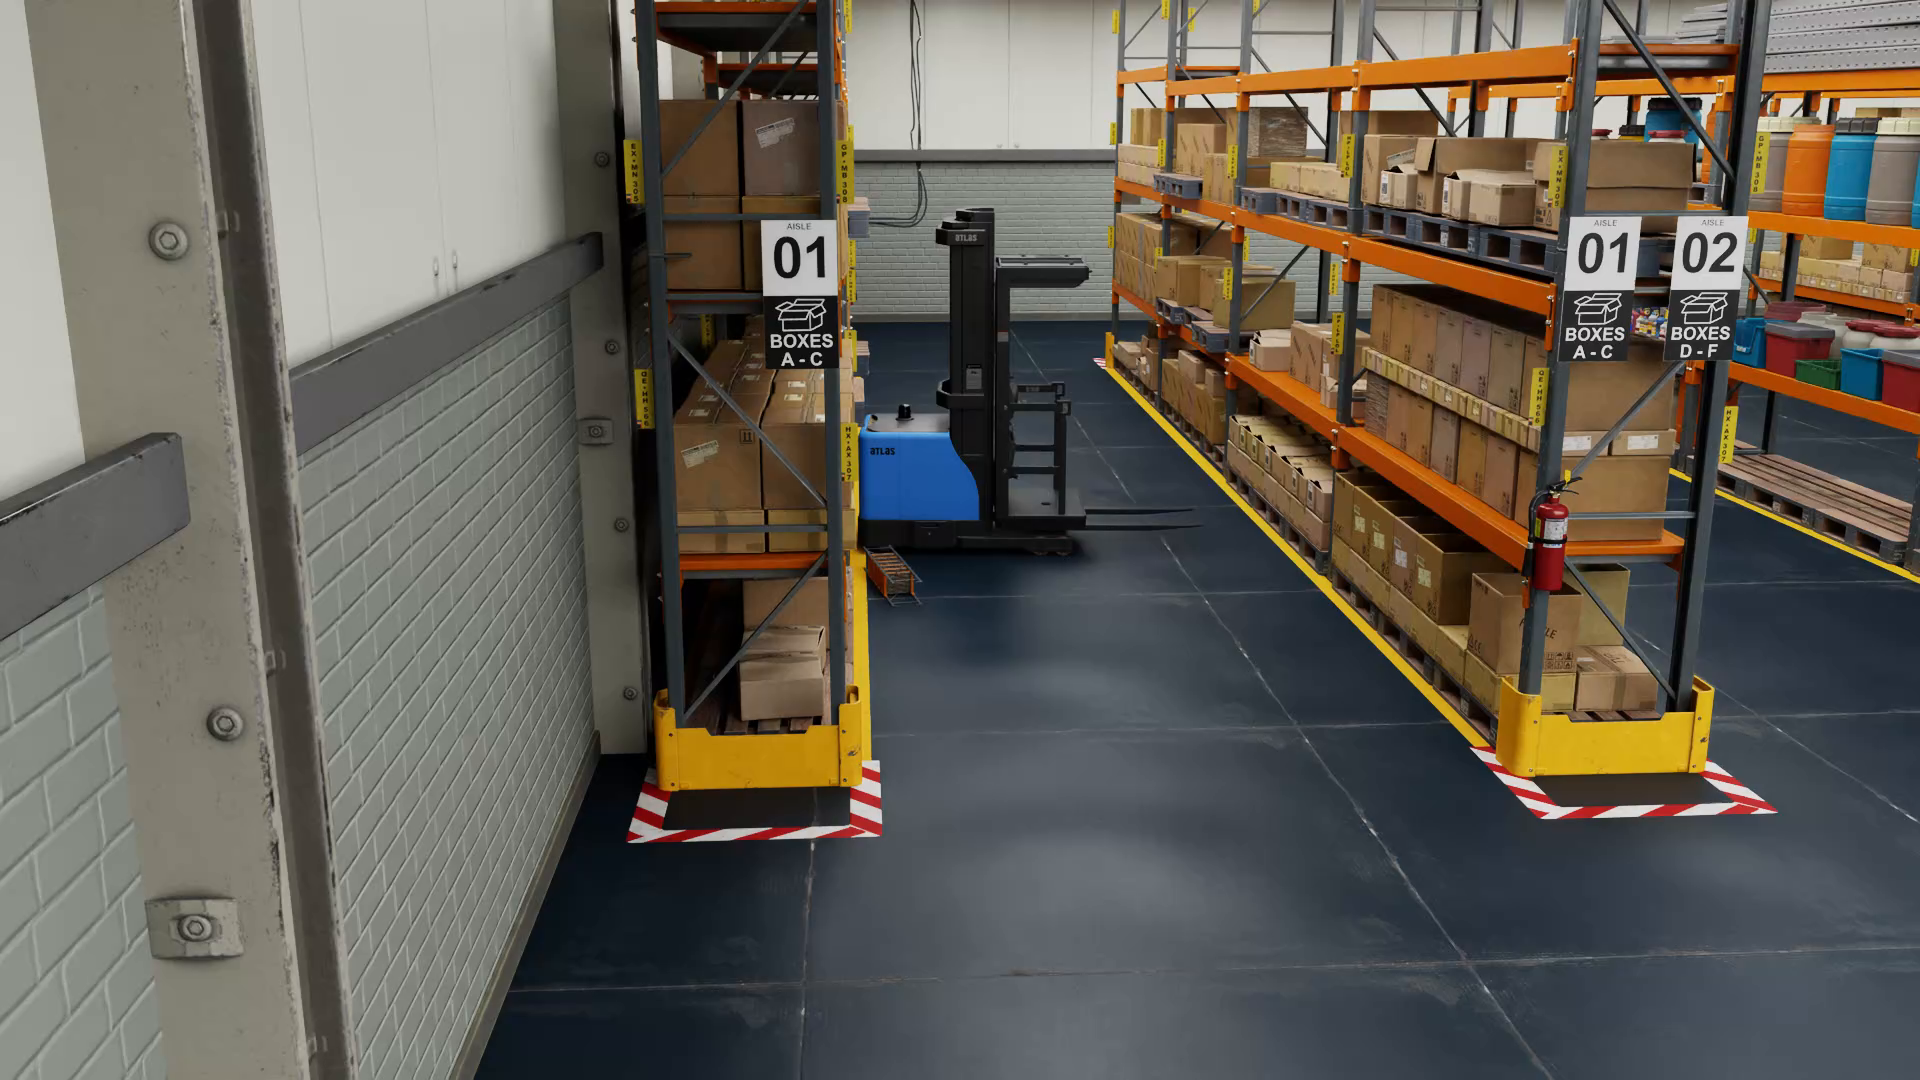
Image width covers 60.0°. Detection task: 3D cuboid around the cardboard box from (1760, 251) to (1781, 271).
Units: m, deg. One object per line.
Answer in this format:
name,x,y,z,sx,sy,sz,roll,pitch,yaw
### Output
cardboard box,12.449,-4.211,25.077,0.500,0.250,0.500,-1,14,-5

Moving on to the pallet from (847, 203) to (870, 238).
pallet,-1.331,-2.566,13.338,1.213,0.211,1.003,-1,14,-3

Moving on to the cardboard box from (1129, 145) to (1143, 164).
cardboard box,2.634,-5.353,23.089,0.500,0.250,0.500,-1,14,-3

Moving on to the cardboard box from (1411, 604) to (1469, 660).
cardboard box,3.388,0.619,11.276,0.500,0.250,0.500,-1,14,-3

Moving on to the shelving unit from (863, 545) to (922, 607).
shelving unit,-0.560,0.281,13.542,0.258,0.189,1.200,-4,15,-14

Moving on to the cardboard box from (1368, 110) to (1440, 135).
cardboard box,3.546,-3.227,13.484,0.500,0.500,0.500,-1,14,-3

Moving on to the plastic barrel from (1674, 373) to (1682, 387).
plastic barrel,8.123,-1.635,19.358,0.600,0.588,0.708,-1,14,-3

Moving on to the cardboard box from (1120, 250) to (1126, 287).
cardboard box,2.603,-3.917,24.030,0.500,0.500,0.500,-1,14,-4

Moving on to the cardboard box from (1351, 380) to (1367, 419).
cardboard box,3.470,-1.176,13.878,0.500,0.250,0.500,0,14,0

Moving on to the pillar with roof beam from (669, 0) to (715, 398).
pillar with roof beam,1.867,-4.679,15.154,9.100,9.000,0.400,-1,14,-3

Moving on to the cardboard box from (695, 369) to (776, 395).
cardboard box,-1.482,-0.848,11.058,0.500,0.500,0.500,-1,14,-3

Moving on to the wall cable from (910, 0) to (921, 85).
wall cable,0.563,-9.335,29.345,3.097,2.526,0.112,-1,14,-3

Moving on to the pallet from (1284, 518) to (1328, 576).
pallet,3.460,0.041,14.443,1.003,0.211,1.213,-1,14,-3

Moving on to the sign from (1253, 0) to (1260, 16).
sign,3.602,-6.561,20.274,0.100,0.325,0.005,-1,14,-3

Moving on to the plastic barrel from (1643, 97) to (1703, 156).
plastic barrel,8.251,-4.669,19.283,0.600,0.901,0.708,-1,14,-3

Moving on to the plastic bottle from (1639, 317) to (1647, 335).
plastic bottle,7.750,-2.427,18.836,0.097,0.201,0.097,0,14,0

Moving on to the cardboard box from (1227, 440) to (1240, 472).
cardboard box,3.036,-0.859,17.019,0.500,0.250,0.500,-1,14,-4

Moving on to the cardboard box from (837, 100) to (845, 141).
cardboard box,-0.914,-2.275,9.580,0.500,0.500,0.500,-1,14,-4

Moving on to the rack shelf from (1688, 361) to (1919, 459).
rack shelf,8.365,-1.351,15.703,1.077,0.370,4.000,-1,14,-3

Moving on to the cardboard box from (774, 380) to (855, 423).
cardboard box,-0.928,-0.730,10.599,0.500,0.500,0.500,-1,14,-5

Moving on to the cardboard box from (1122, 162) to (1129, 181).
cardboard box,2.597,-5.235,23.634,0.500,0.250,0.500,-1,14,-3

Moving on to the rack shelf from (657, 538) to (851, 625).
rack shelf,-1.276,-0.204,11.242,1.077,0.370,4.000,-1,14,-3

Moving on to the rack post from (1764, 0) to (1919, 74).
rack post,8.281,-4.693,14.806,1.013,1.000,3.121,-1,14,-3

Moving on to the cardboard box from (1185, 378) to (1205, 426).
cardboard box,2.934,-1.612,19.406,0.500,0.500,0.500,-1,14,-6

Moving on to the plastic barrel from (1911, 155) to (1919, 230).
plastic barrel,8.240,-3.021,13.722,0.600,0.901,0.708,-1,14,-3

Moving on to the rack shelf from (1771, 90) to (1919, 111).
rack shelf,12.812,-6.129,23.035,1.077,0.370,4.000,-1,14,-3

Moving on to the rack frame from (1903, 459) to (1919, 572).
rack frame,8.488,-1.202,13.680,1.000,3.000,0.127,-1,14,-3

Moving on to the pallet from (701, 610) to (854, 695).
pallet,-1.244,0.772,11.604,1.003,0.211,1.213,-1,14,-3

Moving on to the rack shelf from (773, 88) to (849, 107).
rack shelf,-2.019,-5.900,22.143,1.077,0.370,4.000,-1,14,-3

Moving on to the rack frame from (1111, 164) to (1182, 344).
rack frame,2.801,-4.111,24.985,1.000,3.000,0.127,-1,14,-3

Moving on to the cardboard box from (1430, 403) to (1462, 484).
cardboard box,3.677,-0.682,11.455,0.700,0.500,0.500,0,14,-2

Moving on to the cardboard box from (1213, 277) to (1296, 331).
cardboard box,3.145,-2.528,17.790,0.700,0.500,0.500,-6,16,-22

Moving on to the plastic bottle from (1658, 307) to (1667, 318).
plastic bottle,8.416,-2.731,19.872,0.152,0.276,0.135,-1,14,-3

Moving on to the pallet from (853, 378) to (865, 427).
pallet,-1.302,-1.149,13.857,1.003,0.211,1.213,-1,14,-3

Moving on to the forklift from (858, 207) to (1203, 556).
forklift,0.625,-1.418,14.655,3.031,2.935,1.130,0,14,1

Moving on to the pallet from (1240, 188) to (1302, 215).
pallet,3.428,-3.315,16.252,1.213,0.211,1.003,0,14,-1

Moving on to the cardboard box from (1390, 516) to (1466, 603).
cardboard box,3.356,0.131,11.666,0.500,0.500,0.500,-1,14,-3

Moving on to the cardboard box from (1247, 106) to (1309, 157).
cardboard box,3.276,-4.216,17.164,0.500,0.500,0.500,-1,14,-3

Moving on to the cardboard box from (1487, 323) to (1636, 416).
cardboard box,3.735,-1.069,10.357,0.700,0.500,0.500,-1,14,-5

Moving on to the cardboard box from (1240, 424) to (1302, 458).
cardboard box,3.077,-1.000,16.442,0.500,0.311,0.500,-1,14,-5

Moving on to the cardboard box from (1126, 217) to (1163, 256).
cardboard box,2.631,-4.275,23.415,0.500,0.500,0.500,-1,14,-3

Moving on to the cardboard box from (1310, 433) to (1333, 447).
cardboard box,3.642,-0.884,15.991,0.500,0.311,0.500,-1,14,-4

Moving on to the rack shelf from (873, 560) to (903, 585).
rack shelf,-0.579,0.263,13.613,0.258,0.180,0.103,-4,15,-14

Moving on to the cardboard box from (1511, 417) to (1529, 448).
cardboard box,3.561,-0.652,10.037,0.380,0.149,0.250,-1,14,-2

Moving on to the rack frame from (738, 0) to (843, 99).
rack frame,-1.647,-4.950,16.204,1.000,3.000,0.127,-1,14,-3

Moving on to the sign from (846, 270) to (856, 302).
sign,-1.106,-2.577,16.859,0.100,0.325,0.005,-1,14,-3

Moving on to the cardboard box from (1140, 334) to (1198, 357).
cardboard box,2.927,-2.588,23.191,0.797,0.503,0.637,-1,14,-3

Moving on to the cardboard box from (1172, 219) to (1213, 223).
cardboard box,3.204,-4.155,22.949,0.500,0.500,0.500,0,14,-2

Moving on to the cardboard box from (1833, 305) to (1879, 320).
cardboard box,12.920,-2.832,23.435,0.875,0.875,0.875,-1,14,-3

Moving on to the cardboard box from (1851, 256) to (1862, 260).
cardboard box,13.046,-3.965,24.123,0.500,0.250,0.500,-1,14,-5

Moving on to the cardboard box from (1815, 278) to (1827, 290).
cardboard box,12.478,-3.666,23.758,0.380,0.149,0.250,-1,14,-5

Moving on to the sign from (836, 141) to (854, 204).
sign,-0.610,-1.939,8.769,0.100,0.325,0.005,-1,14,-3

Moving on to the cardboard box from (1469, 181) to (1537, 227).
cardboard box,3.458,-2.066,10.192,0.500,0.250,0.500,-1,14,-3

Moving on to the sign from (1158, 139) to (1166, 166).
sign,2.508,-4.809,20.641,0.100,0.325,0.005,-1,14,-3

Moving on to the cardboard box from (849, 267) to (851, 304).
cardboard box,-1.952,-3.501,22.012,0.980,0.700,0.700,-1,14,-5

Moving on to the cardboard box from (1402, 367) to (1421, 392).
cardboard box,3.432,-1.166,12.034,0.380,0.149,0.250,-1,14,-5
